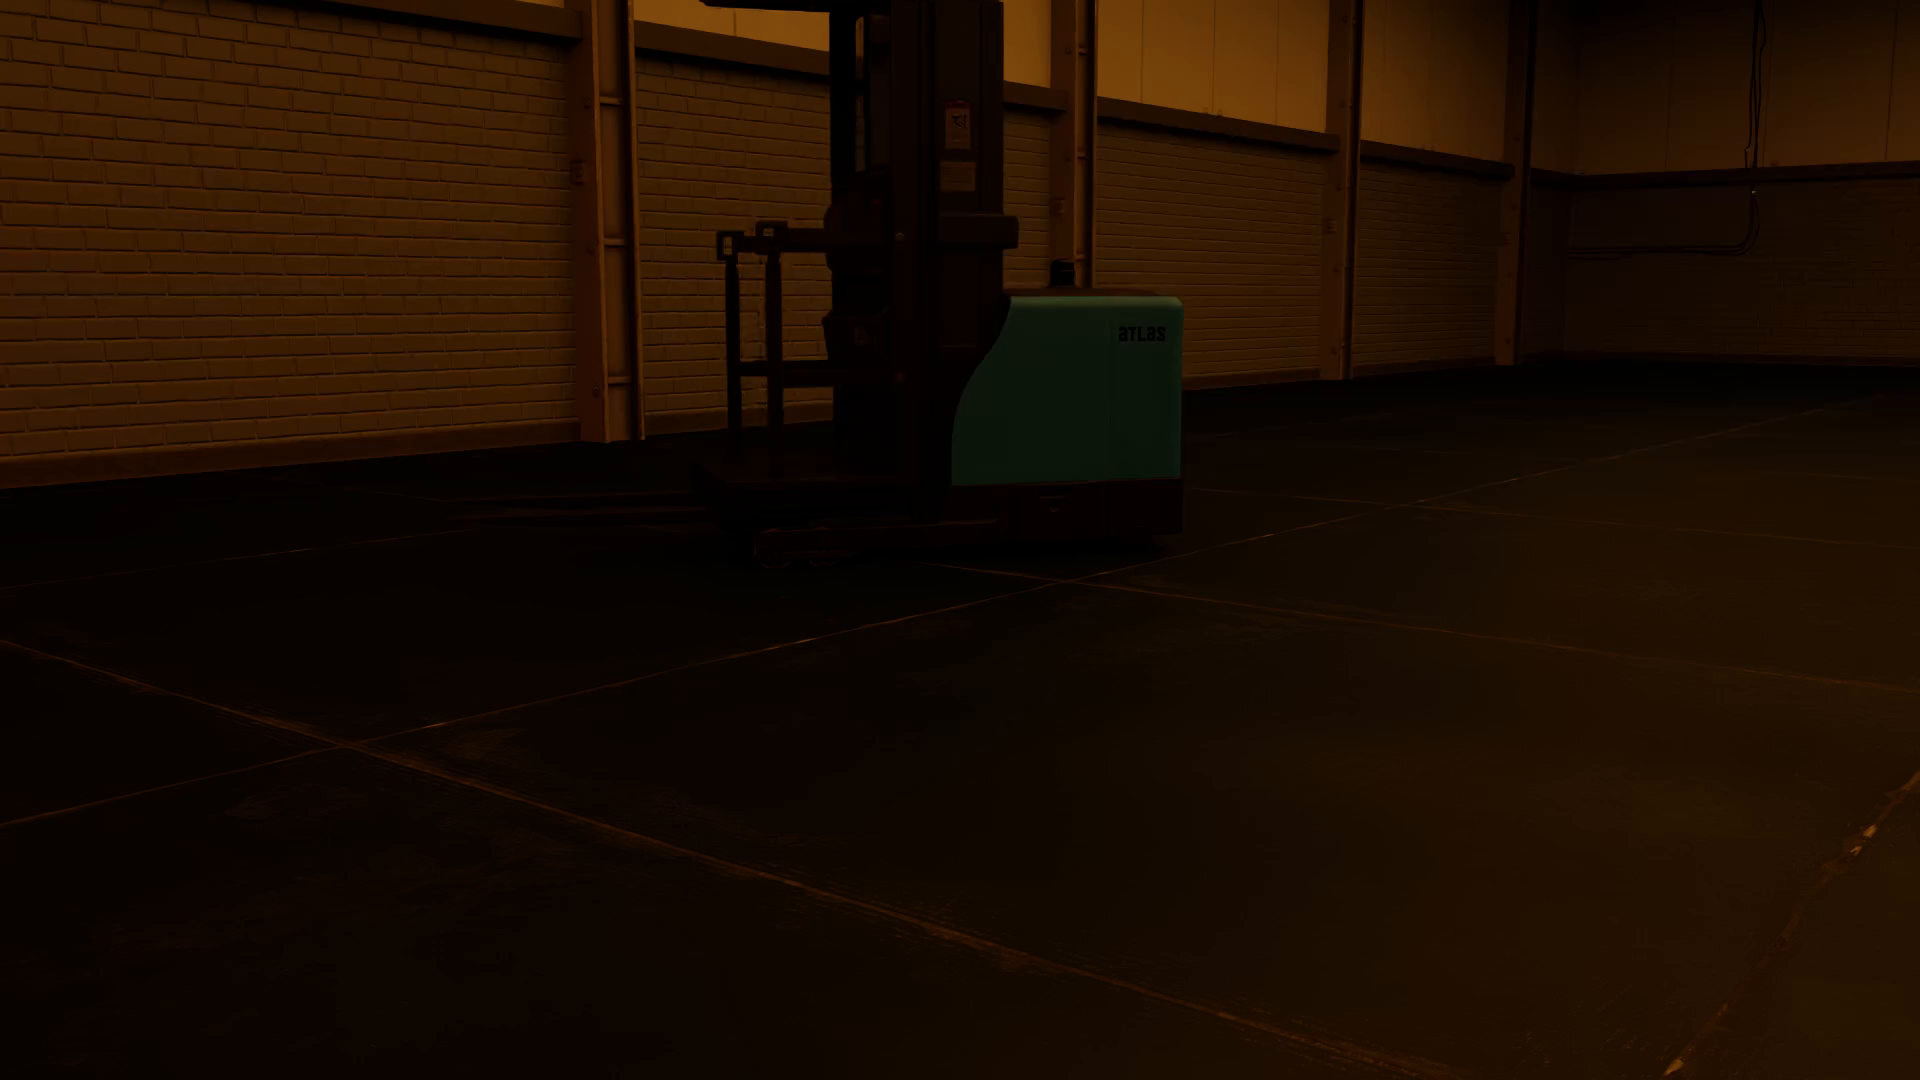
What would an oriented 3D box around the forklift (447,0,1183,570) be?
[{"bbox_3d":[-0.618,-1.416,6.960,3.031,2.935,1.130,-3,9,-17],"label":"forklift"}]
